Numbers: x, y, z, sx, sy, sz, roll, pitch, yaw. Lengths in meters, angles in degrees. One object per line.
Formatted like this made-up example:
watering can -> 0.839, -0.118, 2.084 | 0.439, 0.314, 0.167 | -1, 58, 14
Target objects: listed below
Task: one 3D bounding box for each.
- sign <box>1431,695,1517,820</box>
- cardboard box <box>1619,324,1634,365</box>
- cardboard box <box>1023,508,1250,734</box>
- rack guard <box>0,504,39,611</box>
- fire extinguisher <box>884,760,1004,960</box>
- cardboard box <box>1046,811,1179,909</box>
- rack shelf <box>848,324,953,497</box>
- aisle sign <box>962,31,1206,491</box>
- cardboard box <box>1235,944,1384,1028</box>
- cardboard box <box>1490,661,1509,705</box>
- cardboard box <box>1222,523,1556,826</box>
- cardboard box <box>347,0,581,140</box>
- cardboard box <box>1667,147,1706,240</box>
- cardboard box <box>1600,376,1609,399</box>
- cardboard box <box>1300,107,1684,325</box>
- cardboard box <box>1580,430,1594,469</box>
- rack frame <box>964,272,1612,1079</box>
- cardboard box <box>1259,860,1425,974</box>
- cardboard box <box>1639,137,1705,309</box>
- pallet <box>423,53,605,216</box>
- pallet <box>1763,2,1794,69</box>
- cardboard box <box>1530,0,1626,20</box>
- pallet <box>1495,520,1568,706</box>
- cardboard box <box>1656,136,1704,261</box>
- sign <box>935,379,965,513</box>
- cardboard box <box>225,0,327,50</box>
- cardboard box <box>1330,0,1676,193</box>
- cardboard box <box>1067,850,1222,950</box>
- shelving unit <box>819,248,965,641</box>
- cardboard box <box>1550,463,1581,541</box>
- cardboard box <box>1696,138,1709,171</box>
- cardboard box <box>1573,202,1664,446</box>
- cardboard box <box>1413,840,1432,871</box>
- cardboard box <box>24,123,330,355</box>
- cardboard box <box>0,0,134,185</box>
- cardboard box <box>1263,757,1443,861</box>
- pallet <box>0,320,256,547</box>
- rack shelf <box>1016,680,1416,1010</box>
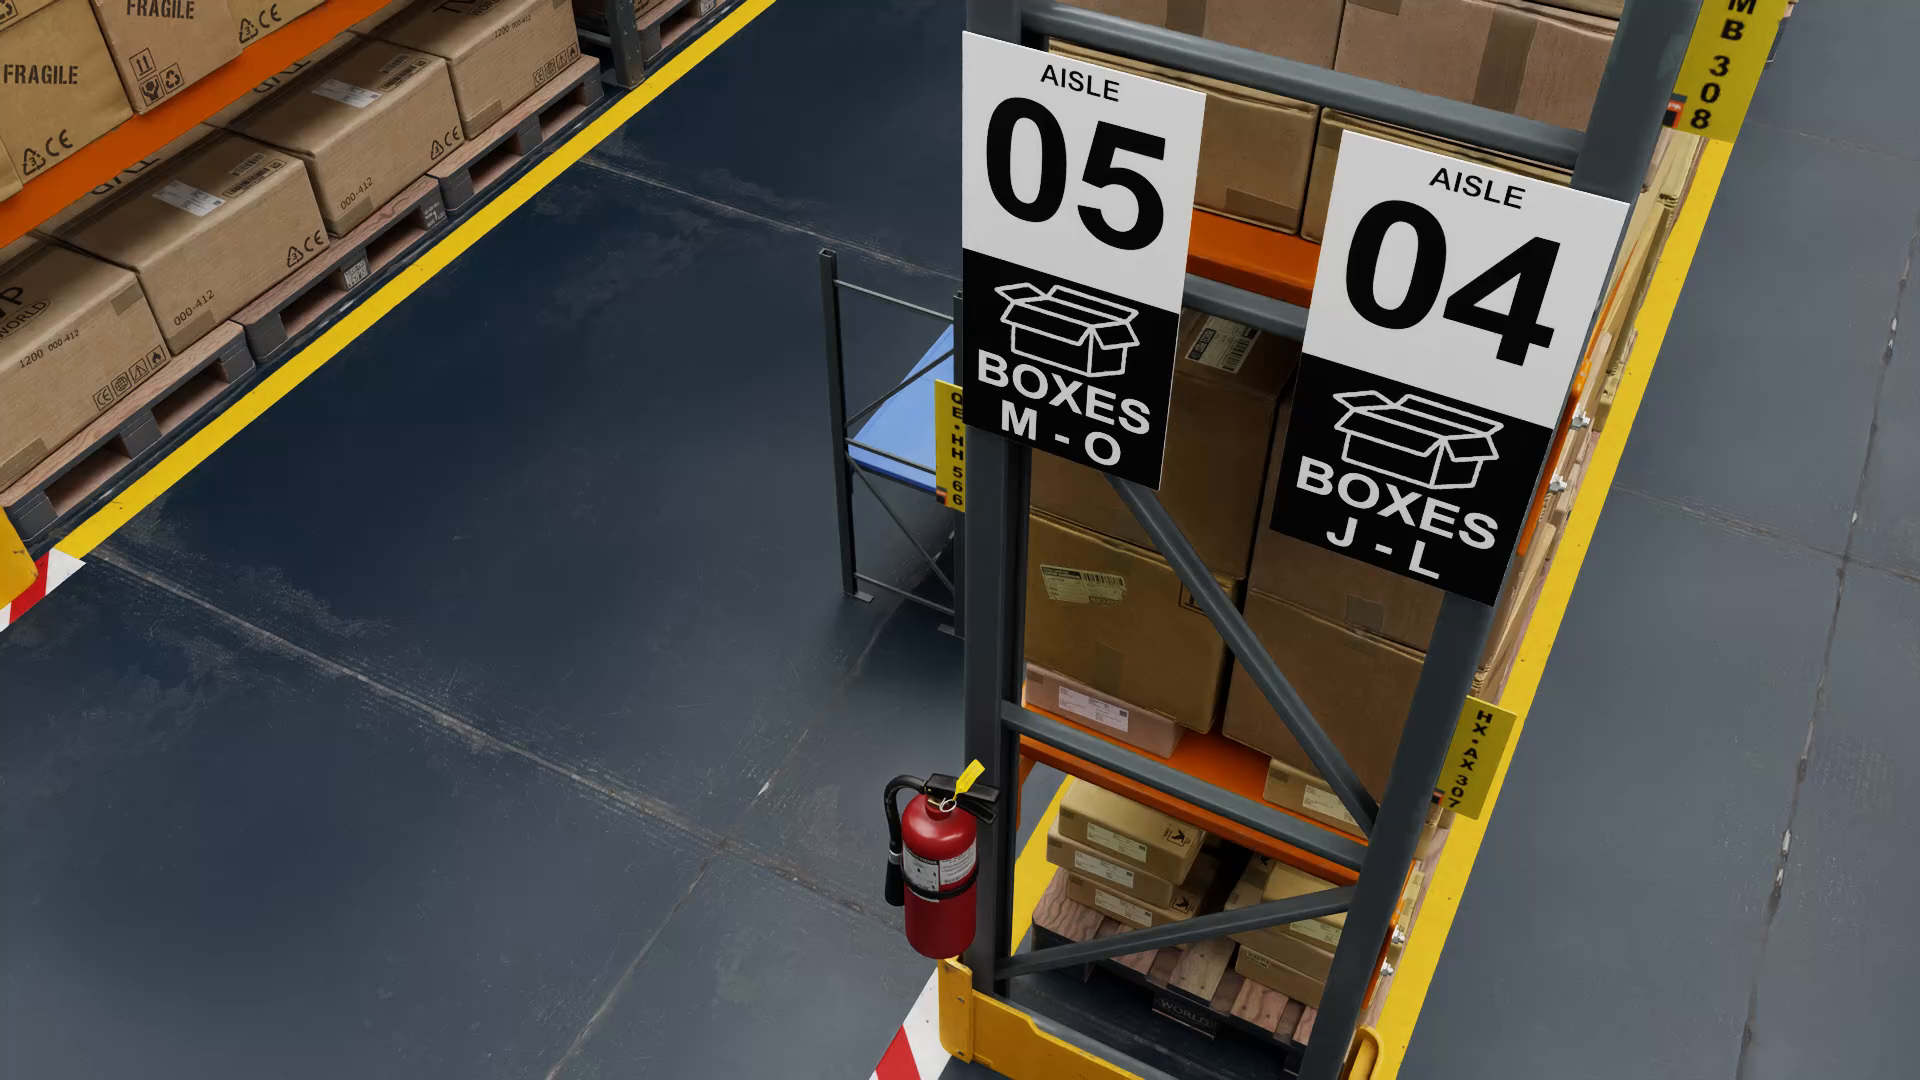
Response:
sign -> 0.960, 0.412, 3.125 | 0.100, 0.325, 0.005 | 20, 49, 19
cardboard box -> 2.357, -0.755, 6.387 | 0.380, 0.149, 0.250 | 18, 48, 17
cardboard box -> 0.460, 0.030, 3.832 | 0.500, 0.500, 0.500 | 21, 49, 20
rack guard -> -3.963, -0.139, 6.036 | 1.175, 0.500, 0.348 | 20, 49, 19
fire extinguisher -> -0.047, 0.702, 3.764 | 0.296, 0.674, 0.183 | 20, 49, 19
cardboard box -> 0.471, 0.861, 4.790 | 0.380, 0.149, 0.250 | 19, 48, 18
rack shelf -> 0.040, -0.455, 5.898 | 0.538, 0.185, 1.000 | 20, 49, 19
aisle sign -> 0.179, -0.429, 2.738 | 0.394, 0.787, 0.004 | 20, 49, 19
cardboard box -> 1.006, 1.168, 4.696 | 0.380, 0.149, 0.250 | 21, 49, 20
cardboard box -> 1.606, 0.372, 5.483 | 0.380, 0.149, 0.250 | 18, 48, 17
cardboard box -> 0.932, 0.206, 3.658 | 0.500, 0.500, 0.500 | 23, 50, 21
cardboard box -> -2.482, -2.440, 8.059 | 0.875, 0.438, 0.875 | 20, 49, 19
cardboard box -> 2.914, -1.629, 7.214 | 0.500, 0.500, 0.500 | 22, 49, 21
cardboard box -> 2.209, -0.694, 6.118 | 0.380, 0.149, 0.250 | 20, 49, 19
cardboard box -> 0.914, -0.663, 2.792 | 0.500, 0.250, 0.500 | 22, 49, 20
cardboard box -> 2.195, -0.445, 6.290 | 0.380, 0.149, 0.250 | 19, 48, 18
rack frame -> 0.479, 0.537, 3.610 | 1.000, 3.000, 0.127 | 20, 49, 19
cardboard box -> 1.023, 0.965, 4.478 | 0.380, 0.149, 0.250 | 18, 48, 17
cardboard box -> 1.887, -1.085, 4.933 | 0.500, 0.500, 0.500 | 20, 49, 19
pallet -> -2.518, -2.120, 8.197 | 1.003, 0.211, 1.213 | 20, 49, 19
pallet -> 2.819, -2.348, 6.597 | 1.003, 0.211, 1.213 | 20, 49, 19
cardboard box -> 0.831, -0.909, 2.404 | 0.380, 0.149, 0.250 | 20, 49, 19
pallet -> 1.490, 0.204, 5.900 | 1.003, 0.211, 1.213 | 20, 49, 19
cardboard box -> 1.646, -1.111, 4.257 | 0.500, 0.500, 0.500 | 19, 48, 18
sign -> -0.003, -0.177, 3.279 | 0.100, 0.325, 0.005 | 20, 49, 19
cardboard box -> -2.795, -2.239, 6.284 | 0.500, 0.500, 0.500 | 22, 49, 20
cardboard box -> 0.918, -0.837, 2.613 | 0.500, 0.250, 0.500 | 21, 49, 20
cardboard box -> 0.539, 0.991, 4.870 | 0.380, 0.149, 0.250 | 21, 49, 20
shelving unit -> 0.040, -0.581, 5.770 | 0.538, 1.500, 1.048 | 20, 49, 19
cardboard box -> 1.861, -0.181, 5.611 | 0.380, 0.149, 0.250 | 19, 48, 18
cardboard box -> 2.388, -1.439, 5.740 | 0.380, 0.149, 0.250 | 19, 48, 18
cardboard box -> 1.151, -0.469, 3.622 | 0.500, 0.500, 0.500 | 22, 49, 20
cardboard box -> 1.127, 0.888, 4.763 | 0.380, 0.149, 0.250 | 20, 49, 19
cardboard box -> -3.317, -1.308, 6.940 | 0.875, 0.438, 0.875 | 22, 49, 20
cardboard box -> -3.265, -1.604, 5.656 | 0.500, 0.500, 0.500 | 20, 49, 19
cardboard box -> 0.920, 0.530, 3.794 | 0.380, 0.149, 0.250 | 20, 49, 19
pallet -> -3.650, -0.583, 6.677 | 1.003, 0.211, 1.213 | 20, 49, 19
rack shelf -> 1.407, -0.470, 5.111 | 1.077, 0.370, 4.000 | 20, 49, 19
